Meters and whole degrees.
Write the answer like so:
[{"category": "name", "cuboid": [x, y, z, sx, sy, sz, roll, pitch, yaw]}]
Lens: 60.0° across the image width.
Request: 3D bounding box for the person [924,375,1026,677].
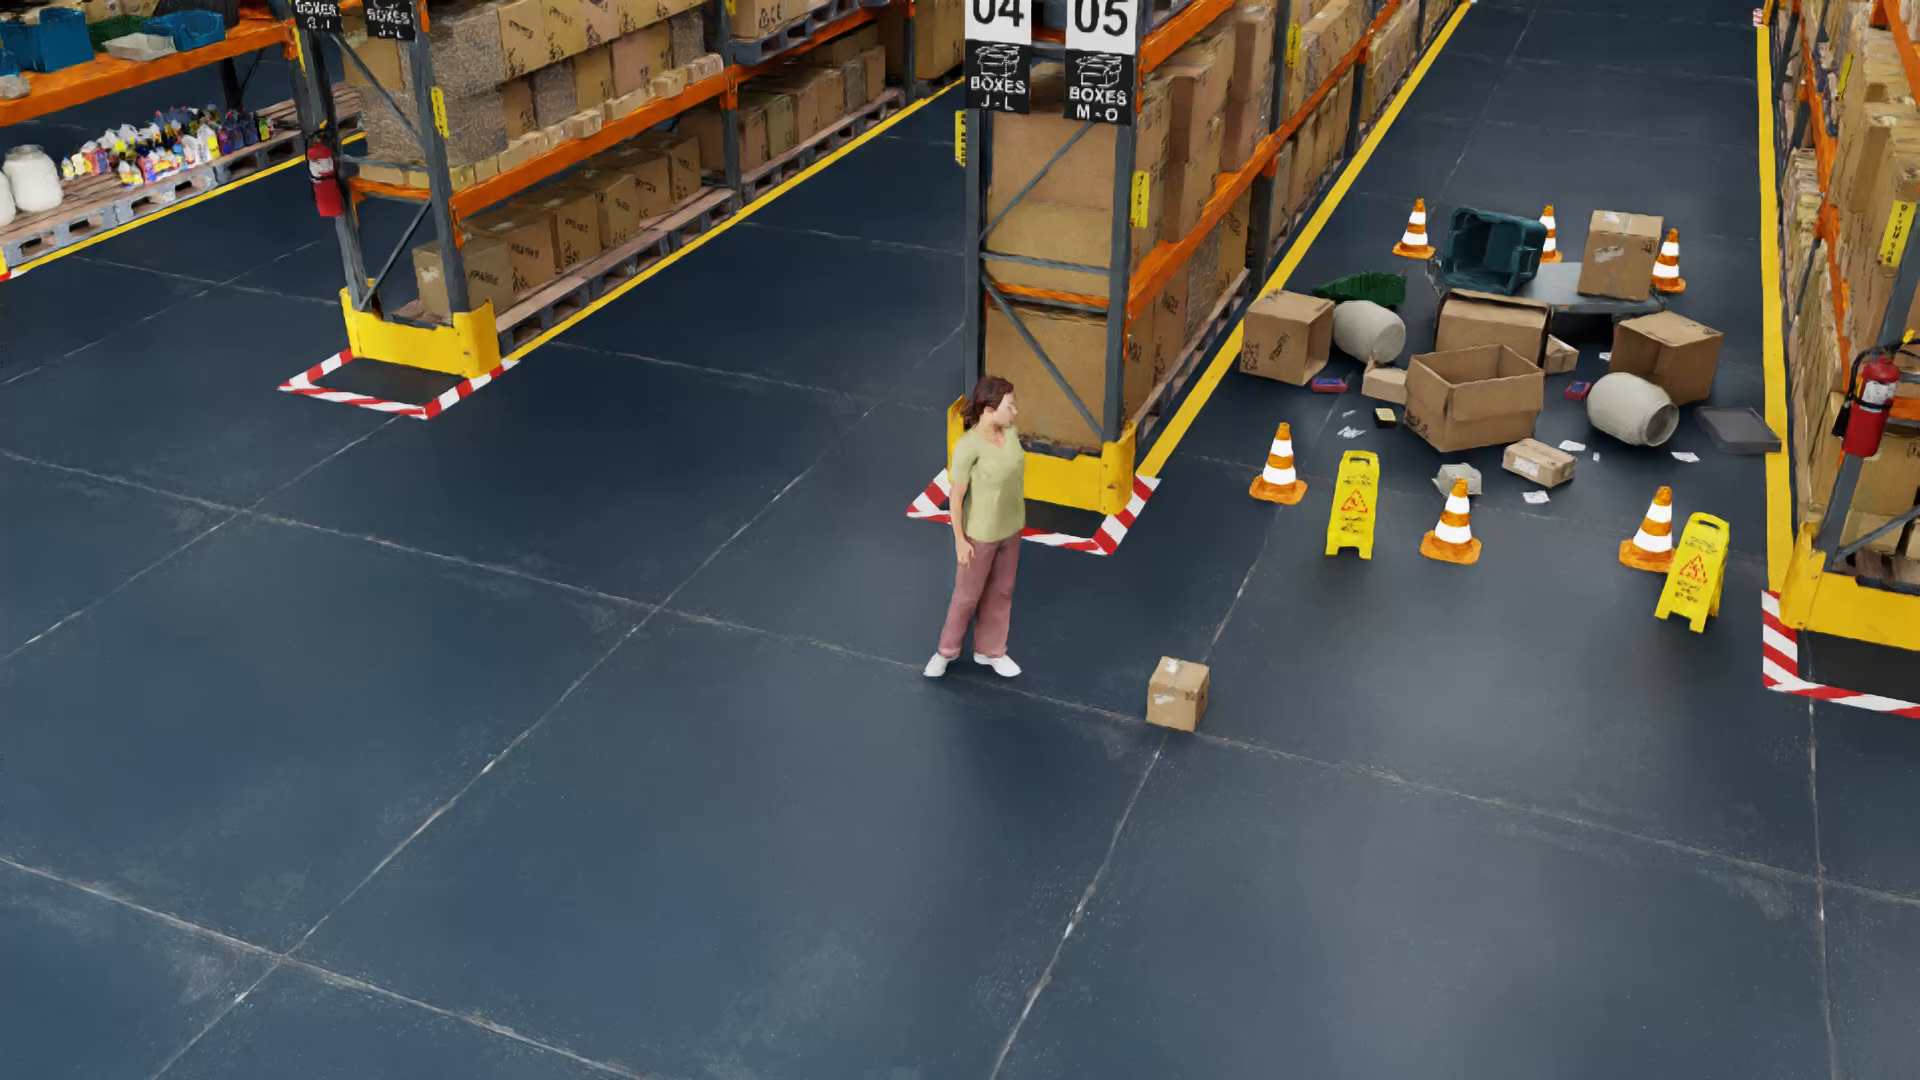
[{"category": "person", "cuboid": [0.106, -0.043, 8.463, 0.609, 1.654, 0.435, -24, 37, -35]}]
